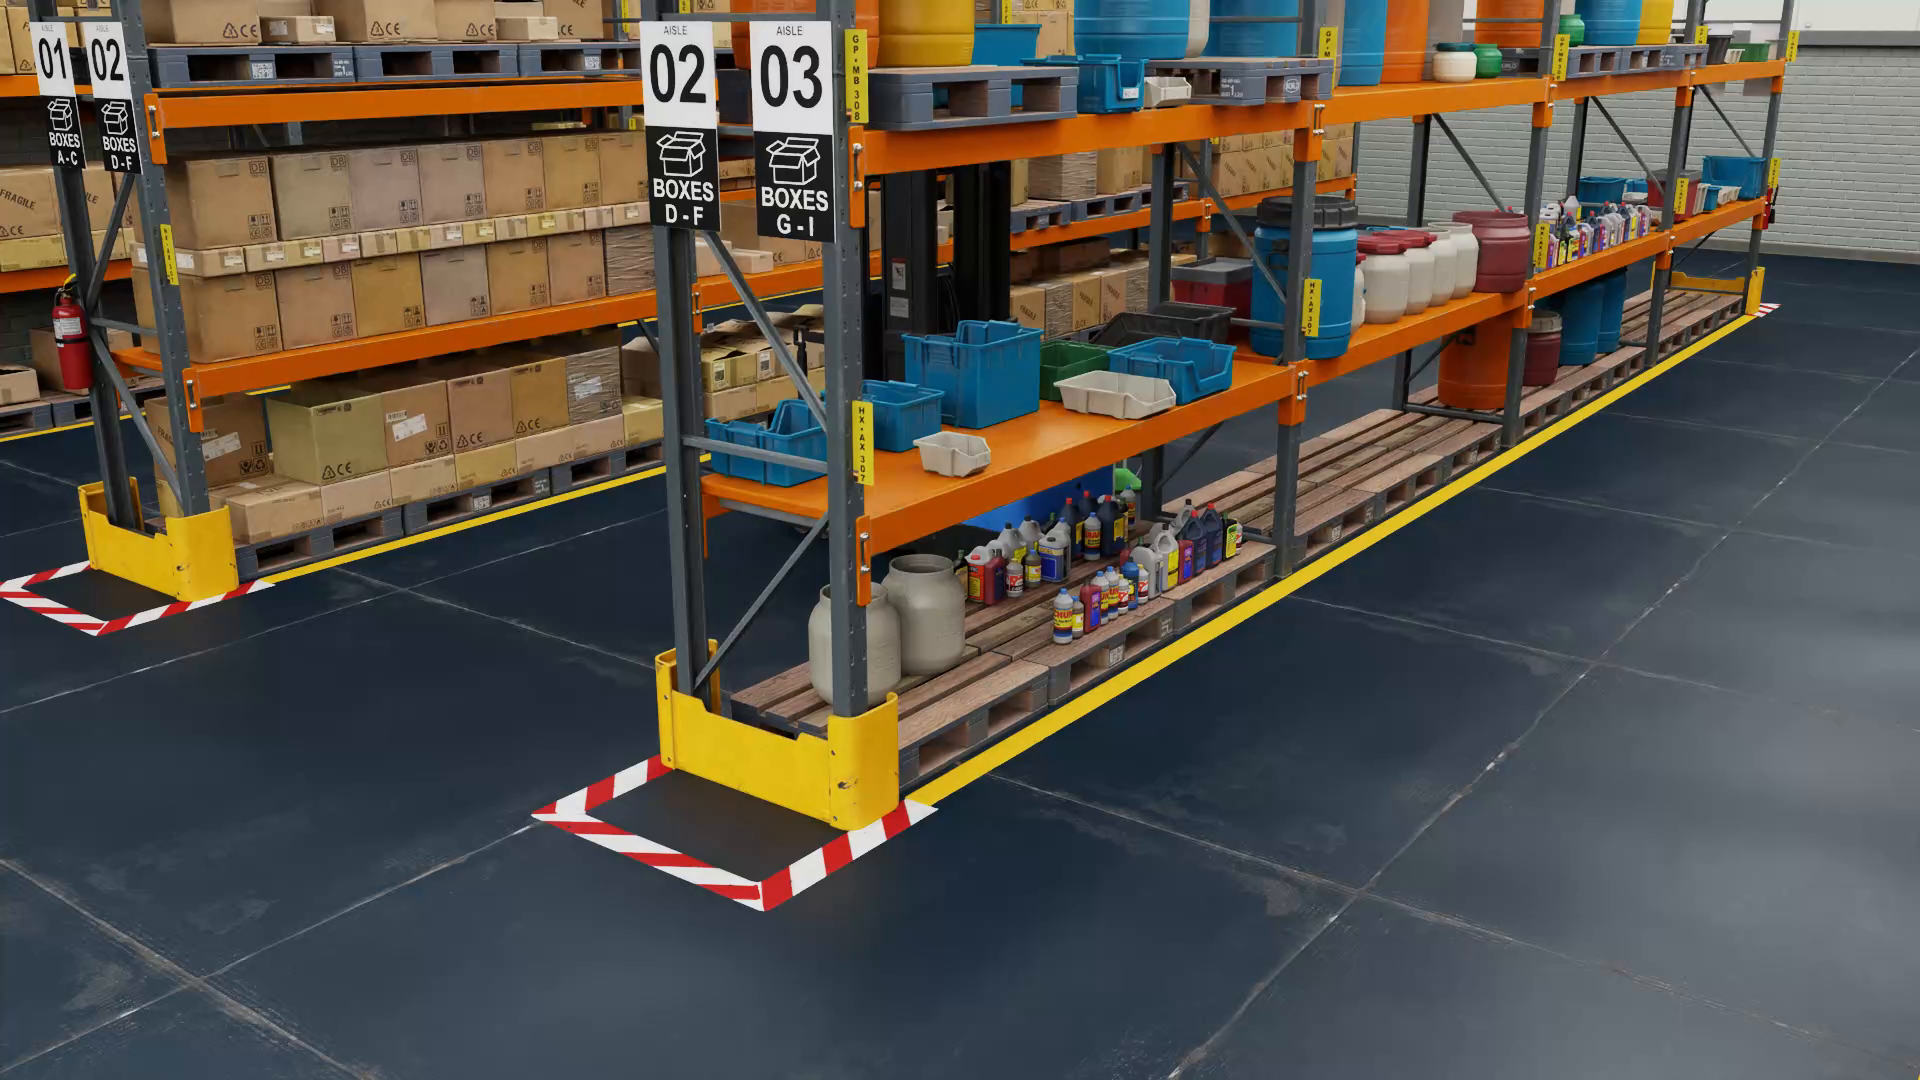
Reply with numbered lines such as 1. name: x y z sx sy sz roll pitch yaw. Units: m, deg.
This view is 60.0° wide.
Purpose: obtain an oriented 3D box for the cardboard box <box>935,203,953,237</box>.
1. cardboard box: -0.275 -3.001 15.499 0.500 0.311 0.500 14 22 38

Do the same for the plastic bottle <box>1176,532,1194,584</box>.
1. plastic bottle: 1.239 0.090 9.234 0.061 0.283 0.133 14 22 38

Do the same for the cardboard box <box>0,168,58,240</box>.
1. cardboard box: -7.629 -2.686 13.289 0.500 0.500 0.500 12 21 33

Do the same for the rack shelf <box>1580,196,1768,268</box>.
1. rack shelf: 7.528 -3.332 17.627 1.077 0.370 4.000 12 21 35

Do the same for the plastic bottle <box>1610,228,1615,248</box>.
1. plastic bottle: 5.716 -2.681 14.655 0.097 0.201 0.097 0 17 0

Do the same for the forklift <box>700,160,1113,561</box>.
1. forklift: -0.487 -1.517 10.686 3.031 2.935 1.130 14 22 37

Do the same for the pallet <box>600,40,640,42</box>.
1. pallet: -3.662 -5.502 18.663 1.213 0.211 1.003 14 22 37

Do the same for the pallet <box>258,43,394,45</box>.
1. pallet: -5.933 -4.515 15.484 1.213 0.211 1.003 12 21 35

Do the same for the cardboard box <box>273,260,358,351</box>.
1. cardboard box: -4.192 -1.499 10.346 0.700 0.500 0.500 13 22 36

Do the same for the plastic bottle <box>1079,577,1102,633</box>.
1. plastic bottle: 0.666 0.319 8.497 0.061 0.283 0.133 13 21 36

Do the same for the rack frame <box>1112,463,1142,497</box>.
1. rack frame: 1.081 -0.564 10.535 0.240 1.200 0.015 -3 18 -10

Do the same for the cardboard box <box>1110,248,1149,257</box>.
1. cardboard box: 1.877 -3.019 18.881 0.500 0.500 0.500 11 21 32

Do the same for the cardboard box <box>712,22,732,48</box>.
1. cardboard box: -2.031 -3.876 12.654 0.500 0.250 0.500 15 23 40

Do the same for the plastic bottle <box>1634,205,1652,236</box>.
1. plastic bottle: 6.361 -2.989 15.519 0.152 0.276 0.135 12 21 35

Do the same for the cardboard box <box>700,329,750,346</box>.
1. cardboard box: -2.090 -1.597 13.811 0.500 0.311 0.500 13 22 36

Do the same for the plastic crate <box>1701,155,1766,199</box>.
1. plastic crate: 8.670 -4.084 18.677 0.616 0.435 0.499 12 21 35

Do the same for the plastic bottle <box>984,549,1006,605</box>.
1. plastic bottle: 0.187 0.195 8.896 0.061 0.283 0.133 12 21 35

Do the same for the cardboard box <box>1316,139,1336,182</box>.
1. cardboard box: 4.389 -4.796 20.963 0.500 0.500 0.500 13 21 35

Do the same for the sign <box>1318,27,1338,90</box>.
1. sign: 2.005 -2.630 9.083 0.100 0.325 0.005 12 21 35

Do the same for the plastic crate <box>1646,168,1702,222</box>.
1. plastic crate: 7.070 -3.426 16.510 0.402 0.464 0.583 12 21 35

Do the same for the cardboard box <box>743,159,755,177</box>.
1. cardboard box: -2.588 -4.633 19.901 0.500 0.500 0.500 13 22 36

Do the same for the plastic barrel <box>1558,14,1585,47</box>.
1. plastic barrel: 4.769 -4.017 13.116 0.294 0.245 0.294 0 17 0

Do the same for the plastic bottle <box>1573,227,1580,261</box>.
1. plastic bottle: 5.112 -2.473 13.868 0.097 0.271 0.097 0 17 0

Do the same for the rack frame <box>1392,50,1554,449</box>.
1. rack frame: 3.953 -2.246 12.919 1.000 3.000 0.127 12 21 35

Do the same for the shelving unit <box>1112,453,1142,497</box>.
1. shelving unit: 1.035 -0.635 10.764 0.258 1.200 0.503 -3 18 -10

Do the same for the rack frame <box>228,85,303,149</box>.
1. rack frame: -6.387 -3.044 15.488 1.000 3.000 0.127 12 21 35

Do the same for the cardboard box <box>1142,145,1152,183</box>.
1. cardboard box: 1.899 -4.250 18.495 0.700 0.500 0.500 5 18 16

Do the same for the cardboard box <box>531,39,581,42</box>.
1. cardboard box: -4.216 -5.177 17.416 0.500 0.311 0.500 12 21 35

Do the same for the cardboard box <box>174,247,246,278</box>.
1. cardboard box: -4.383 -1.630 9.672 0.380 0.149 0.250 12 21 34

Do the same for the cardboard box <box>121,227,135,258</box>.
1. cardboard box: -7.016 -2.576 14.200 0.500 0.250 0.500 12 21 34

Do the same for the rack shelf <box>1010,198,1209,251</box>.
1. rack shelf: 1.169 -3.255 17.381 1.077 0.370 4.000 12 21 35

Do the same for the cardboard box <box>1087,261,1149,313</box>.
1. cardboard box: 1.696 -2.687 17.813 0.500 0.500 0.500 13 21 35

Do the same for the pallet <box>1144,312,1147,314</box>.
1. pallet: 1.906 -2.543 18.576 1.003 0.211 1.213 12 21 35

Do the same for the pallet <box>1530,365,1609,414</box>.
1. pallet: 5.117 -1.399 14.892 1.003 0.211 1.213 12 21 35

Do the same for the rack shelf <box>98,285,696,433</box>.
1. rack shelf: -3.598 -1.350 11.245 1.077 0.370 4.000 12 21 35

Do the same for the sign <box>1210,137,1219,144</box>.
1. sign: 2.808 -4.531 18.323 0.100 0.325 0.005 12 21 35

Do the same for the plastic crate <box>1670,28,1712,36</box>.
1. plastic crate: 7.589 -5.239 17.603 0.504 0.338 0.767 12 21 35

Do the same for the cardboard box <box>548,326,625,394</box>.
1. cardboard box: -2.934 -1.360 12.729 0.500 0.500 0.500 12 21 35

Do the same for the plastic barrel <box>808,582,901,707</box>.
1. plastic barrel: -0.483 0.477 7.638 0.421 0.512 0.421 0 17 0

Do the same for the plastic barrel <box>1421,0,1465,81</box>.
1. plastic barrel: 3.289 -3.761 11.893 0.600 0.901 0.600 0 17 0

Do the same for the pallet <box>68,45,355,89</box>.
1. pallet: -4.347 -2.771 9.700 1.003 0.211 1.213 12 21 35

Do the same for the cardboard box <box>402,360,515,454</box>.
1. cardboard box: -3.395 -0.908 11.272 0.500 0.500 0.500 12 21 35

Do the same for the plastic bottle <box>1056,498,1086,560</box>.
1. plastic bottle: 0.643 -0.074 9.651 0.144 0.351 0.185 11 21 32

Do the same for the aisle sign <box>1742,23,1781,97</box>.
1. aisle sign: 8.998 -5.358 18.557 0.394 0.787 0.004 12 21 35

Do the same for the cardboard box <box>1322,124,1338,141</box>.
1. cardboard box: 4.399 -5.278 20.827 0.500 0.500 0.500 13 22 36

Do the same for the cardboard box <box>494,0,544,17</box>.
1. cardboard box: -3.240 -3.625 11.507 0.500 0.311 0.500 11 20 32

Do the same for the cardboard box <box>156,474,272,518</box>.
1. cardboard box: -4.707 -0.284 10.529 0.500 0.250 0.500 12 21 35

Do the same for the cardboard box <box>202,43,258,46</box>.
1. cardboard box: -6.491 -4.369 14.496 0.500 0.500 0.500 13 22 36

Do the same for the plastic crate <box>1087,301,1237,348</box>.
1. plastic crate: 1.156 -1.161 9.531 0.767 0.338 0.504 12 21 35

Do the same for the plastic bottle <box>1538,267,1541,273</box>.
1. plastic bottle: 4.561 -2.253 13.159 0.097 0.271 0.097 0 17 0

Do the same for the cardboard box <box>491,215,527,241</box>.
1. cardboard box: -3.154 -2.122 11.258 0.380 0.149 0.250 13 22 36

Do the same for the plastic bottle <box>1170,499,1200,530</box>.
1. plastic bottle: 1.302 -0.060 9.602 0.144 0.351 0.185 12 21 35

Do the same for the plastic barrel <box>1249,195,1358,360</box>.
1. plastic barrel: 2.043 -1.571 9.900 0.600 0.901 0.708 12 21 35

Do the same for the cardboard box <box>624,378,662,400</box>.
1. cardboard box: -2.392 -1.207 13.501 0.500 0.250 0.500 12 21 34

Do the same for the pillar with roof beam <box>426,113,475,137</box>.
1. pillar with roof beam: -2.015 -5.944 14.712 9.100 9.000 0.400 12 21 35

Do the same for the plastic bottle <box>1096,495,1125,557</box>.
1. plastic bottle: 0.871 -0.094 9.713 0.144 0.351 0.185 12 21 35
